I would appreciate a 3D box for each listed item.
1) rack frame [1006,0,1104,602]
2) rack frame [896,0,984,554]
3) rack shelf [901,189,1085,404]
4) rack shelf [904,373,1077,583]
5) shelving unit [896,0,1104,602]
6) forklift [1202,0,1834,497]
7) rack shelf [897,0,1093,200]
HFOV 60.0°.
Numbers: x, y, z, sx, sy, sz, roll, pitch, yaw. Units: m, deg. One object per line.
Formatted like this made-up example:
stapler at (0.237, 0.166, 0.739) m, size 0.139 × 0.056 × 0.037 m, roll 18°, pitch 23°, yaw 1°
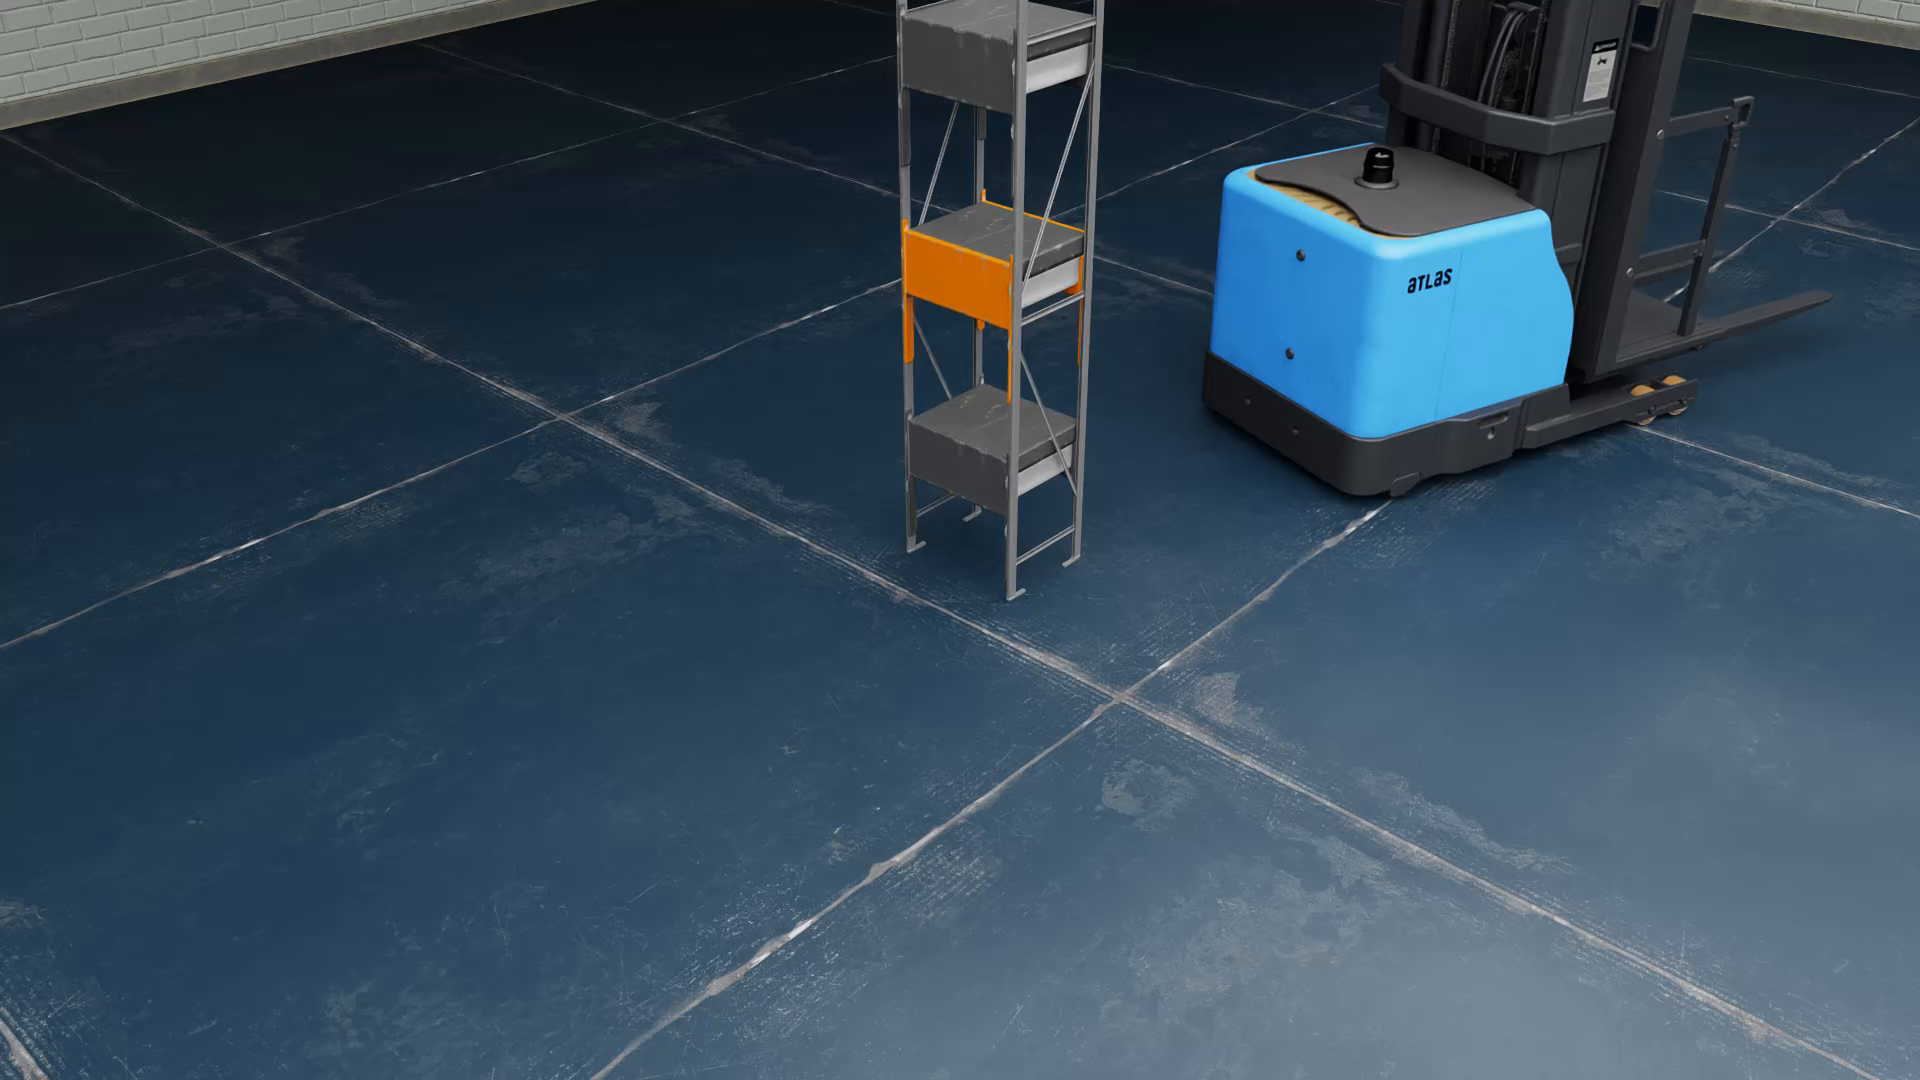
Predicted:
rack frame at (0.304, -0.758, 5.473) m, size 0.015 × 2.100 × 0.400 m, roll 25°, pitch 39°, yaw 35°
rack frame at (-0.058, -0.927, 5.754) m, size 0.015 × 2.100 × 0.400 m, roll 25°, pitch 39°, yaw 35°
rack shelf at (0.123, -0.831, 5.620) m, size 0.480 × 0.518 × 0.431 m, roll 25°, pitch 39°, yaw 35°
rack shelf at (0.123, -0.231, 5.981) m, size 0.480 × 0.518 × 0.431 m, roll 25°, pitch 39°, yaw 35°
shelving unit at (0.123, -0.842, 5.613) m, size 0.503 × 2.100 × 0.431 m, roll 25°, pitch 39°, yaw 35°
forklift at (2.571, -1.963, 6.670) m, size 3.031 × 2.935 × 1.130 m, roll -16°, pitch 35°, yaw -25°
rack shelf at (0.123, -1.430, 5.259) m, size 0.480 × 0.518 × 0.431 m, roll 25°, pitch 39°, yaw 35°
